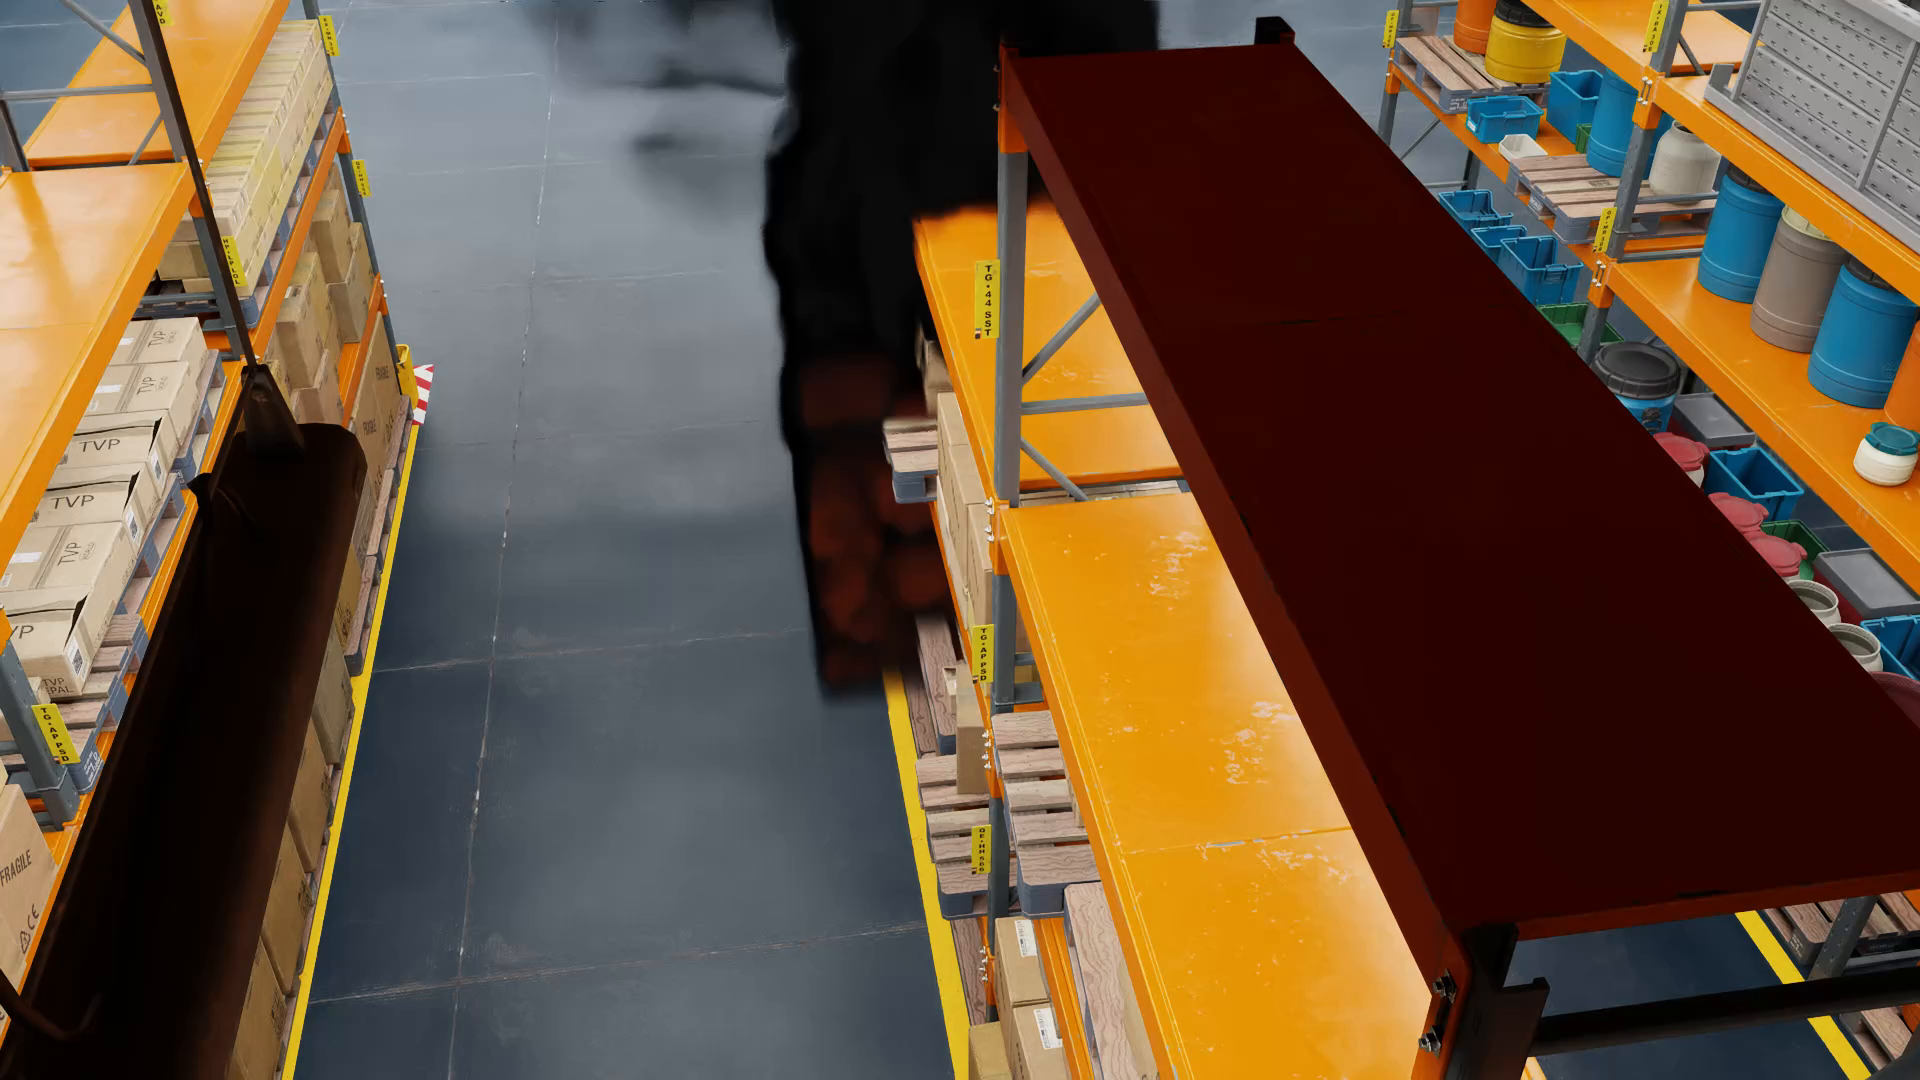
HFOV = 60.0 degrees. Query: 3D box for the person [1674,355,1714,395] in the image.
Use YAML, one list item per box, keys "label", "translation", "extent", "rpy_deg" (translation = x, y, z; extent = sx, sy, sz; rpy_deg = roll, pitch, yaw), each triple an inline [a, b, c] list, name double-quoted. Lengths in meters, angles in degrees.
- label: "person"
  translation: [6.181, -1.579, 13.777]
  extent: [0.571, 1.732, 0.660]
  rpy_deg: [-6, 37, -8]
